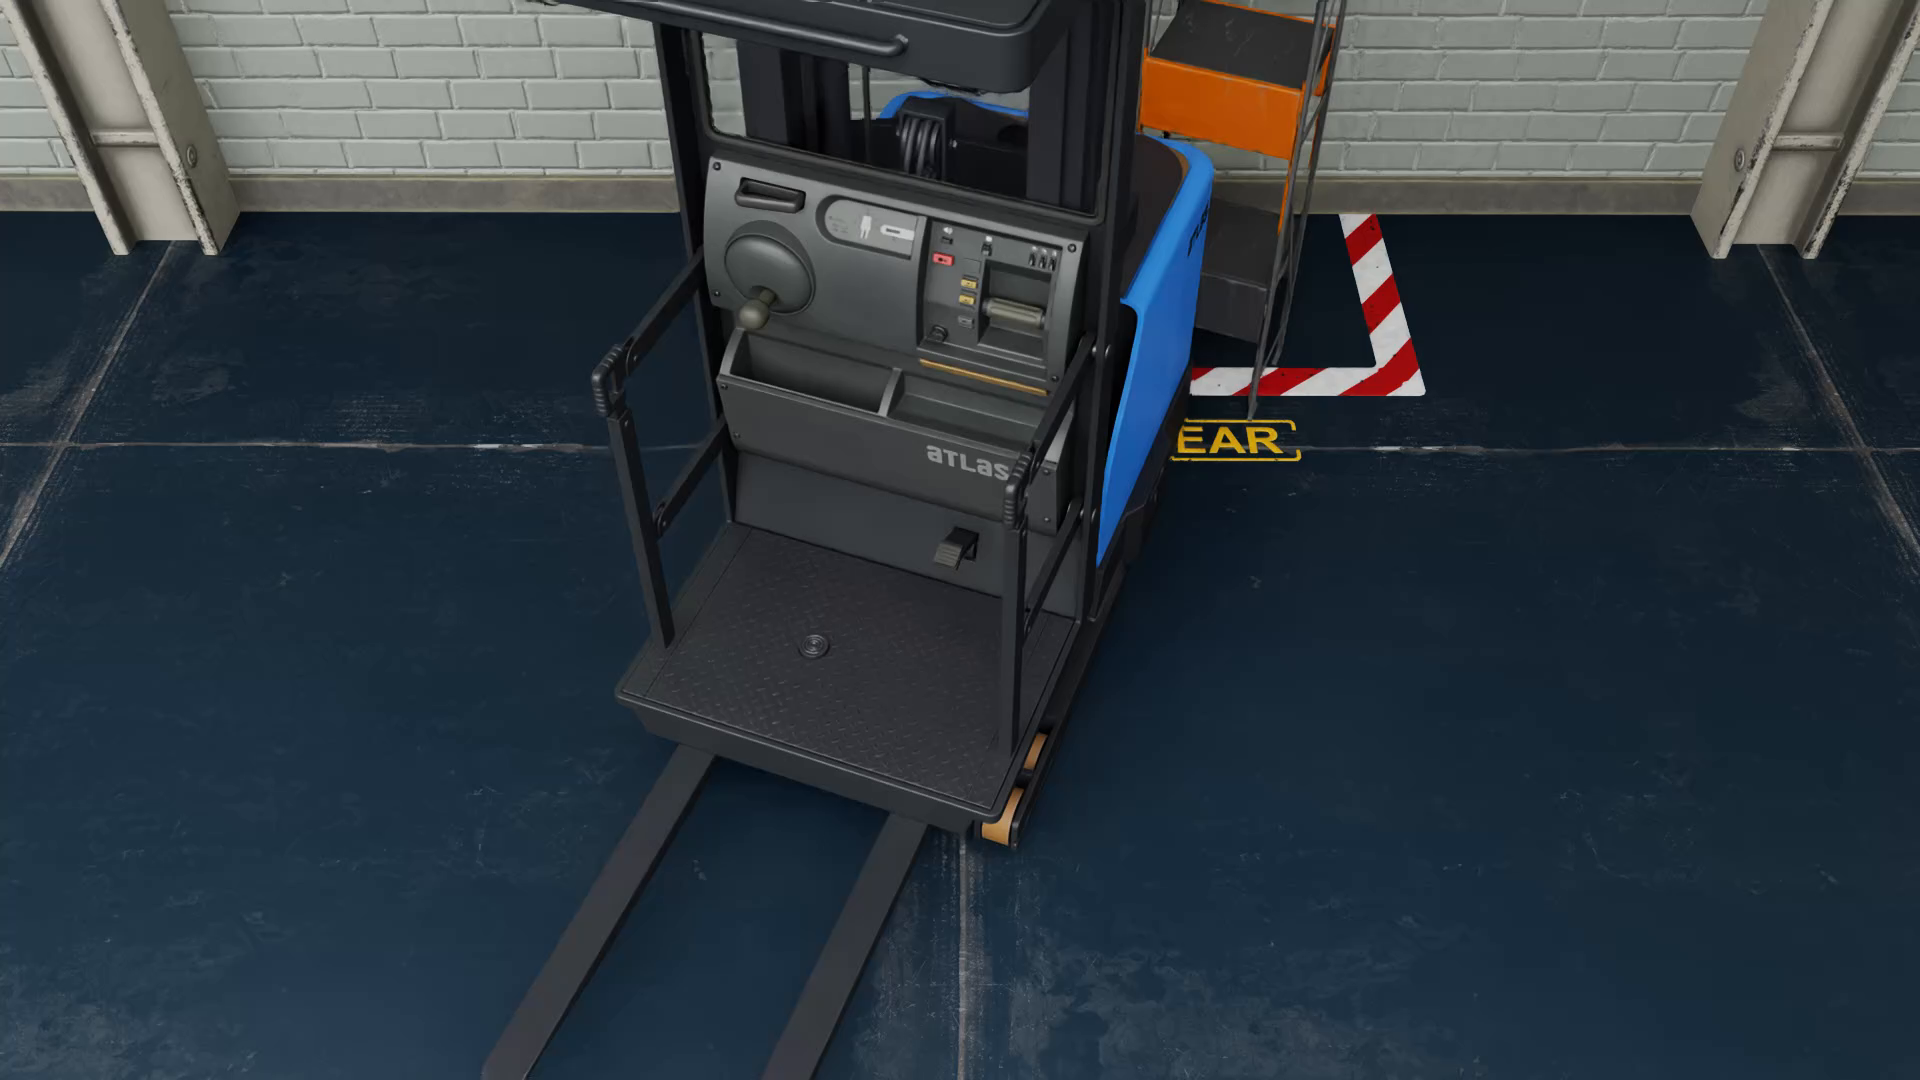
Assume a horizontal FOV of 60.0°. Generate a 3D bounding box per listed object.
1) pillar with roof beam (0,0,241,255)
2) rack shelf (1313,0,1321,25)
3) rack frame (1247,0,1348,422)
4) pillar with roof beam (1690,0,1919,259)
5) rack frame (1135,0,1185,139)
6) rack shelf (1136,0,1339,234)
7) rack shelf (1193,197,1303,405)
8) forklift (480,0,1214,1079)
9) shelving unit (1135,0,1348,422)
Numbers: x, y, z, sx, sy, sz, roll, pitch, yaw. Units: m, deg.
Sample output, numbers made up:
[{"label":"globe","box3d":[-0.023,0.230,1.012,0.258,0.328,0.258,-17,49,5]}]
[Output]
[{"label":"pillar with roof beam","box3d":[-2.999,-1.100,0.126,0.400,9.000,9.100,0,47,0]},{"label":"rack shelf","box3d":[0.832,-1.789,4.542,0.480,0.518,0.431,17,49,15]},{"label":"rack frame","box3d":[1.056,-1.252,4.980,0.015,2.100,0.400,17,49,15]},{"label":"pillar with roof beam","box3d":[3.001,-1.084,0.111,0.400,9.000,9.100,0,47,0]},{"label":"rack frame","box3d":[0.607,-1.392,5.109,0.015,2.100,0.400,17,49,15]},{"label":"rack shelf","box3d":[0.831,-1.312,5.055,0.480,0.518,0.431,17,49,15]},{"label":"rack shelf","box3d":[0.830,-0.836,5.568,0.480,0.518,0.431,17,49,15]},{"label":"forklift","box3d":[-0.244,-0.532,3.743,1.130,2.935,3.031,16,49,14]},{"label":"shelving unit","box3d":[0.831,-1.322,5.045,0.503,2.100,0.431,17,49,15]}]
